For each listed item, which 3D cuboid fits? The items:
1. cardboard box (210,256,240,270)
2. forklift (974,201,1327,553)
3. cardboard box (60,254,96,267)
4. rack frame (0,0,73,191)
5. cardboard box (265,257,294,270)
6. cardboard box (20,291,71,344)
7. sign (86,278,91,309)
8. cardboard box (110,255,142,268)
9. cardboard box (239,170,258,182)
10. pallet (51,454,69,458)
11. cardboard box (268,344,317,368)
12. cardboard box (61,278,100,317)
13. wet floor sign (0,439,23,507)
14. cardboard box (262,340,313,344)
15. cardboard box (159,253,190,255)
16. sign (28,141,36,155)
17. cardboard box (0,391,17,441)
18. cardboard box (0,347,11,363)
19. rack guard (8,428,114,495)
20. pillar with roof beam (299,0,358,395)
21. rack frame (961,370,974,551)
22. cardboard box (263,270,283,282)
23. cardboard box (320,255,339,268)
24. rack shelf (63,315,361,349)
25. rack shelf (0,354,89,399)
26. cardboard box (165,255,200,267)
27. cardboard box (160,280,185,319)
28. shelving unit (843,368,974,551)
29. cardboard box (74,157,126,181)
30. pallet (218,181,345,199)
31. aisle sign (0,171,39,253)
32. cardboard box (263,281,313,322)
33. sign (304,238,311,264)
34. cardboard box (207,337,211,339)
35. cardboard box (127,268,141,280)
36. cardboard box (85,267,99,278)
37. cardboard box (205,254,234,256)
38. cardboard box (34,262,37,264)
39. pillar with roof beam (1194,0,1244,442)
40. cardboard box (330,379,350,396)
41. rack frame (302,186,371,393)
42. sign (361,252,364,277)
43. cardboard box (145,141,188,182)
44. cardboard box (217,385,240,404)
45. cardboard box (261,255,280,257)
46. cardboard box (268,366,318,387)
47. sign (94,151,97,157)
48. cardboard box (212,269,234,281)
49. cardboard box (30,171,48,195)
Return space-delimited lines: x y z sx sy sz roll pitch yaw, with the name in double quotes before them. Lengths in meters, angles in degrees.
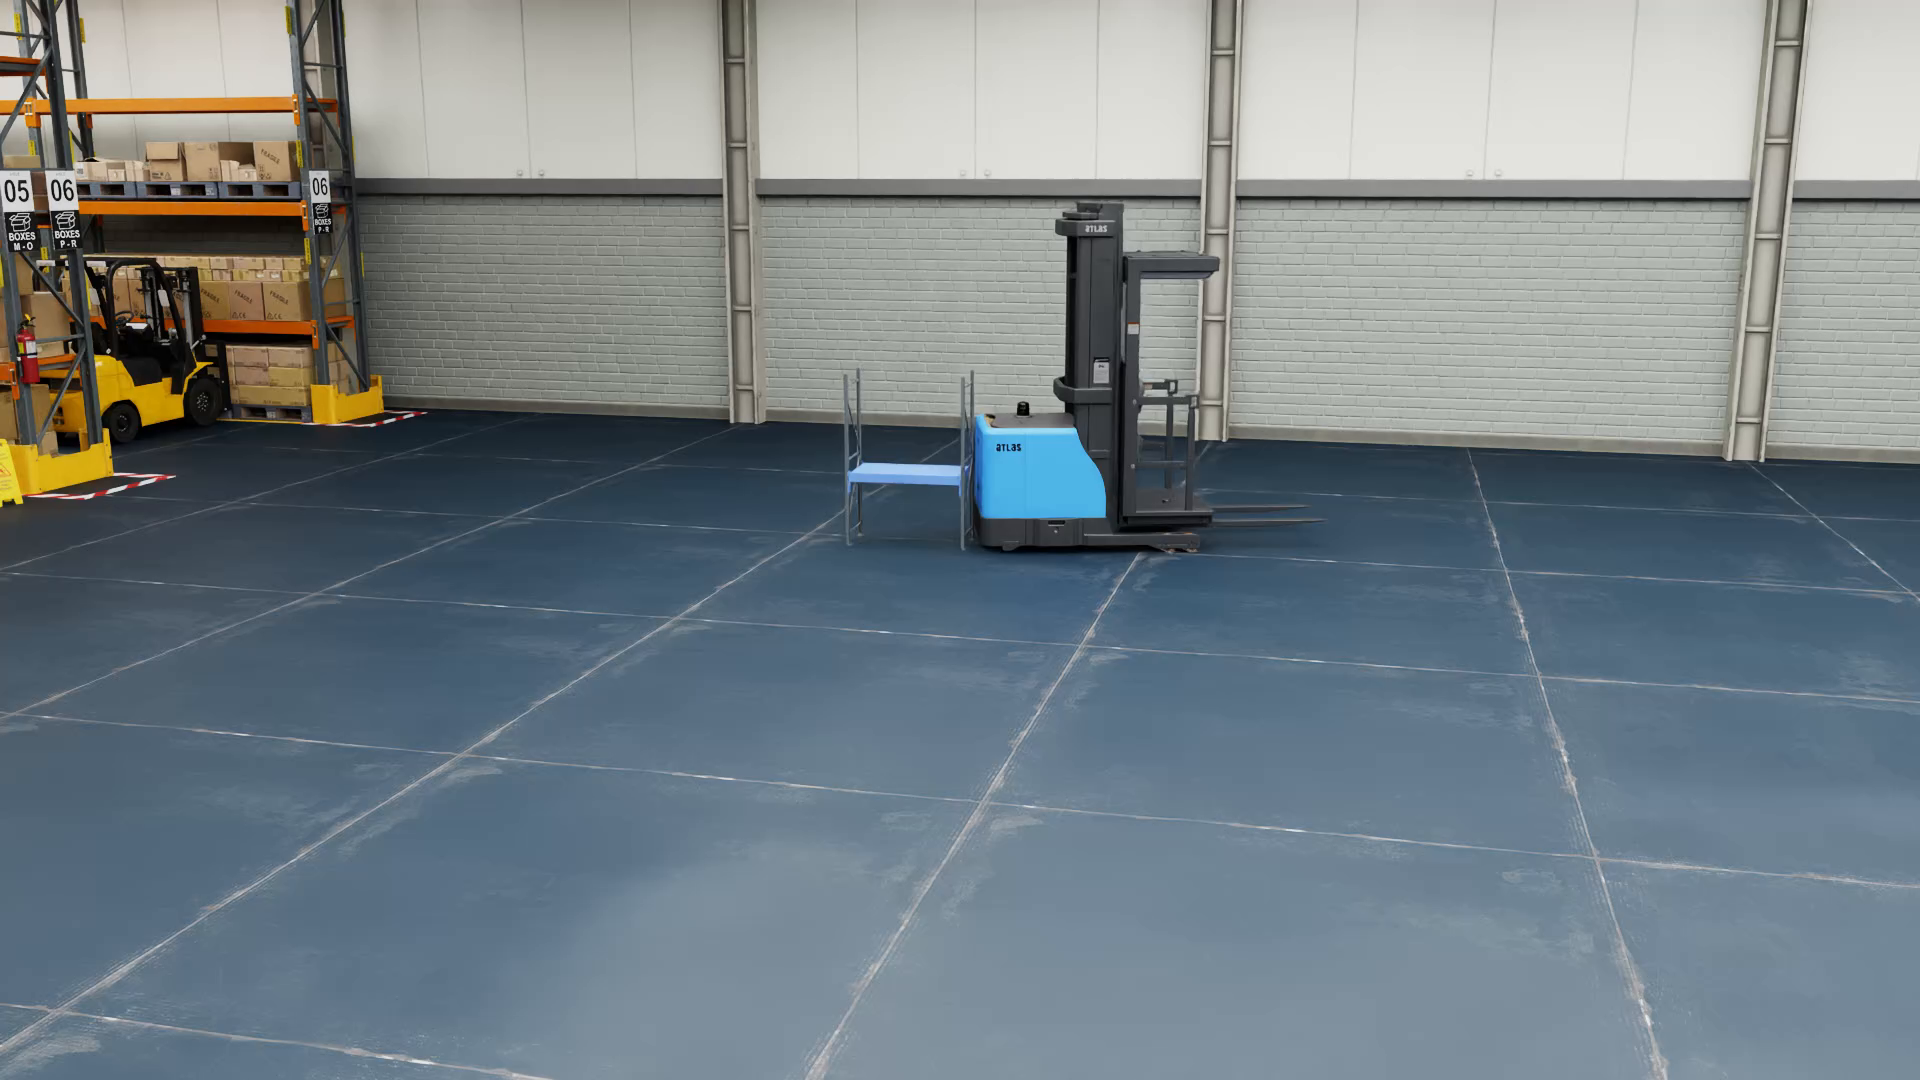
"cardboard box" -9.536 -3.611 21.669 0.250 0.149 0.380 3 13 15
"forklift" 1.664 -1.438 14.448 3.031 2.935 1.130 -1 13 -3
"cardboard box" -11.772 -3.732 22.216 0.250 0.149 0.380 3 13 15
"rack frame" -9.313 -4.978 16.394 0.127 3.000 1.000 3 13 14
"cardboard box" -8.772 -3.584 21.549 0.250 0.149 0.380 3 13 14
"cardboard box" -9.706 -2.326 17.375 0.500 0.500 0.500 3 13 13
"sign" -9.183 -2.586 17.465 0.005 0.325 0.100 3 13 14
"cardboard box" -11.022 -3.692 22.032 0.250 0.149 0.380 3 13 15
"cardboard box" -9.004 -4.668 21.302 0.250 0.149 0.380 3 13 12
"pallet" -10.167 -0.741 17.588 1.213 0.211 1.003 3 13 14
"cardboard box" -8.649 -2.402 21.706 0.500 0.250 0.500 4 13 15
"cardboard box" -11.642 -3.272 22.323 0.500 0.500 0.500 3 13 12
"wet floor sign" -9.385 -0.665 16.241 0.232 0.644 0.267 8 15 33
"cardboard box" -9.034 -2.534 22.299 0.500 0.250 0.500 3 13 14
"cardboard box" -10.629 -3.808 22.558 0.250 0.149 0.380 3 13 13
"sign" -12.131 -5.056 21.754 0.005 0.325 0.100 3 13 14
"cardboard box" -10.153 -1.265 17.156 0.500 0.500 0.500 3 13 14
"cardboard box" -9.727 -1.901 16.956 0.250 0.149 0.380 4 13 15
"rack guard" -9.387 -0.833 17.333 0.348 0.500 1.175 3 13 14
"pillar with roof beam" -9.619 -5.342 18.037 0.400 9.000 9.100 3 13 14
"rack frame" 0.065 -0.694 14.398 0.032 1.500 0.500 2 13 10
"cardboard box" -8.786 -3.425 21.516 0.250 0.149 0.380 3 13 14
"cardboard box" -8.402 -3.666 21.918 0.250 0.149 0.380 3 13 12
"rack shelf" -10.069 -2.846 22.296 4.000 0.370 1.077 3 13 14
"rack shelf" -11.255 -1.802 17.590 4.000 0.370 1.077 3 13 14
"cardboard box" -10.256 -3.673 21.949 0.250 0.149 0.380 3 13 14
"cardboard box" -10.158 -3.191 21.962 0.500 0.500 0.500 3 13 14
"shelving unit" -0.435 -0.713 14.486 1.048 1.500 0.538 2 13 10
"cardboard box" -11.261 -4.881 21.888 0.500 0.311 0.500 3 13 15
"pallet" -8.807 -4.556 21.624 1.213 0.211 1.003 3 13 14
"aisle sign" -9.322 -3.254 16.473 0.004 0.787 0.394 3 13 14
"cardboard box" -8.668 -3.112 21.605 0.500 0.500 0.500 3 13 12
"sign" -8.271 -3.661 21.088 0.005 0.325 0.100 3 13 14
"cardboard box" -10.503 -2.614 22.662 0.500 0.250 0.500 3 13 14
"cardboard box" -10.777 -3.531 21.996 0.250 0.149 0.380 3 13 13
"cardboard box" -11.512 -3.581 22.221 0.250 0.149 0.380 3 13 15
"cardboard box" -9.897 -3.752 22.306 0.250 0.149 0.380 3 13 14
"cardboard box" -12.791 -3.768 23.062 0.250 0.149 0.380 3 13 13
"pillar with roof beam" 2.032 -4.719 15.230 0.400 9.000 9.100 3 13 14
"cardboard box" -8.557 -2.022 22.302 0.500 0.250 0.500 3 13 14
"rack frame" -8.127 -3.093 21.750 0.127 3.000 1.000 3 13 14
"sign" -7.988 -3.671 22.172 0.005 0.325 0.100 3 13 14
"cardboard box" -10.145 -4.946 21.737 0.637 0.503 0.797 3 13 15
"cardboard box" -9.623 -1.969 22.063 0.500 0.250 0.500 3 13 14
"cardboard box" -9.144 -3.714 22.131 0.250 0.149 0.380 3 13 14
"cardboard box" -8.675 -2.159 21.765 0.500 0.250 0.500 3 13 13
"sign" -11.879 -5.173 22.822 0.005 0.325 0.100 3 13 14
"cardboard box" -9.532 -3.470 21.721 0.250 0.149 0.380 3 13 12
"cardboard box" -9.737 -3.668 17.073 0.500 0.250 0.500 3 13 13
